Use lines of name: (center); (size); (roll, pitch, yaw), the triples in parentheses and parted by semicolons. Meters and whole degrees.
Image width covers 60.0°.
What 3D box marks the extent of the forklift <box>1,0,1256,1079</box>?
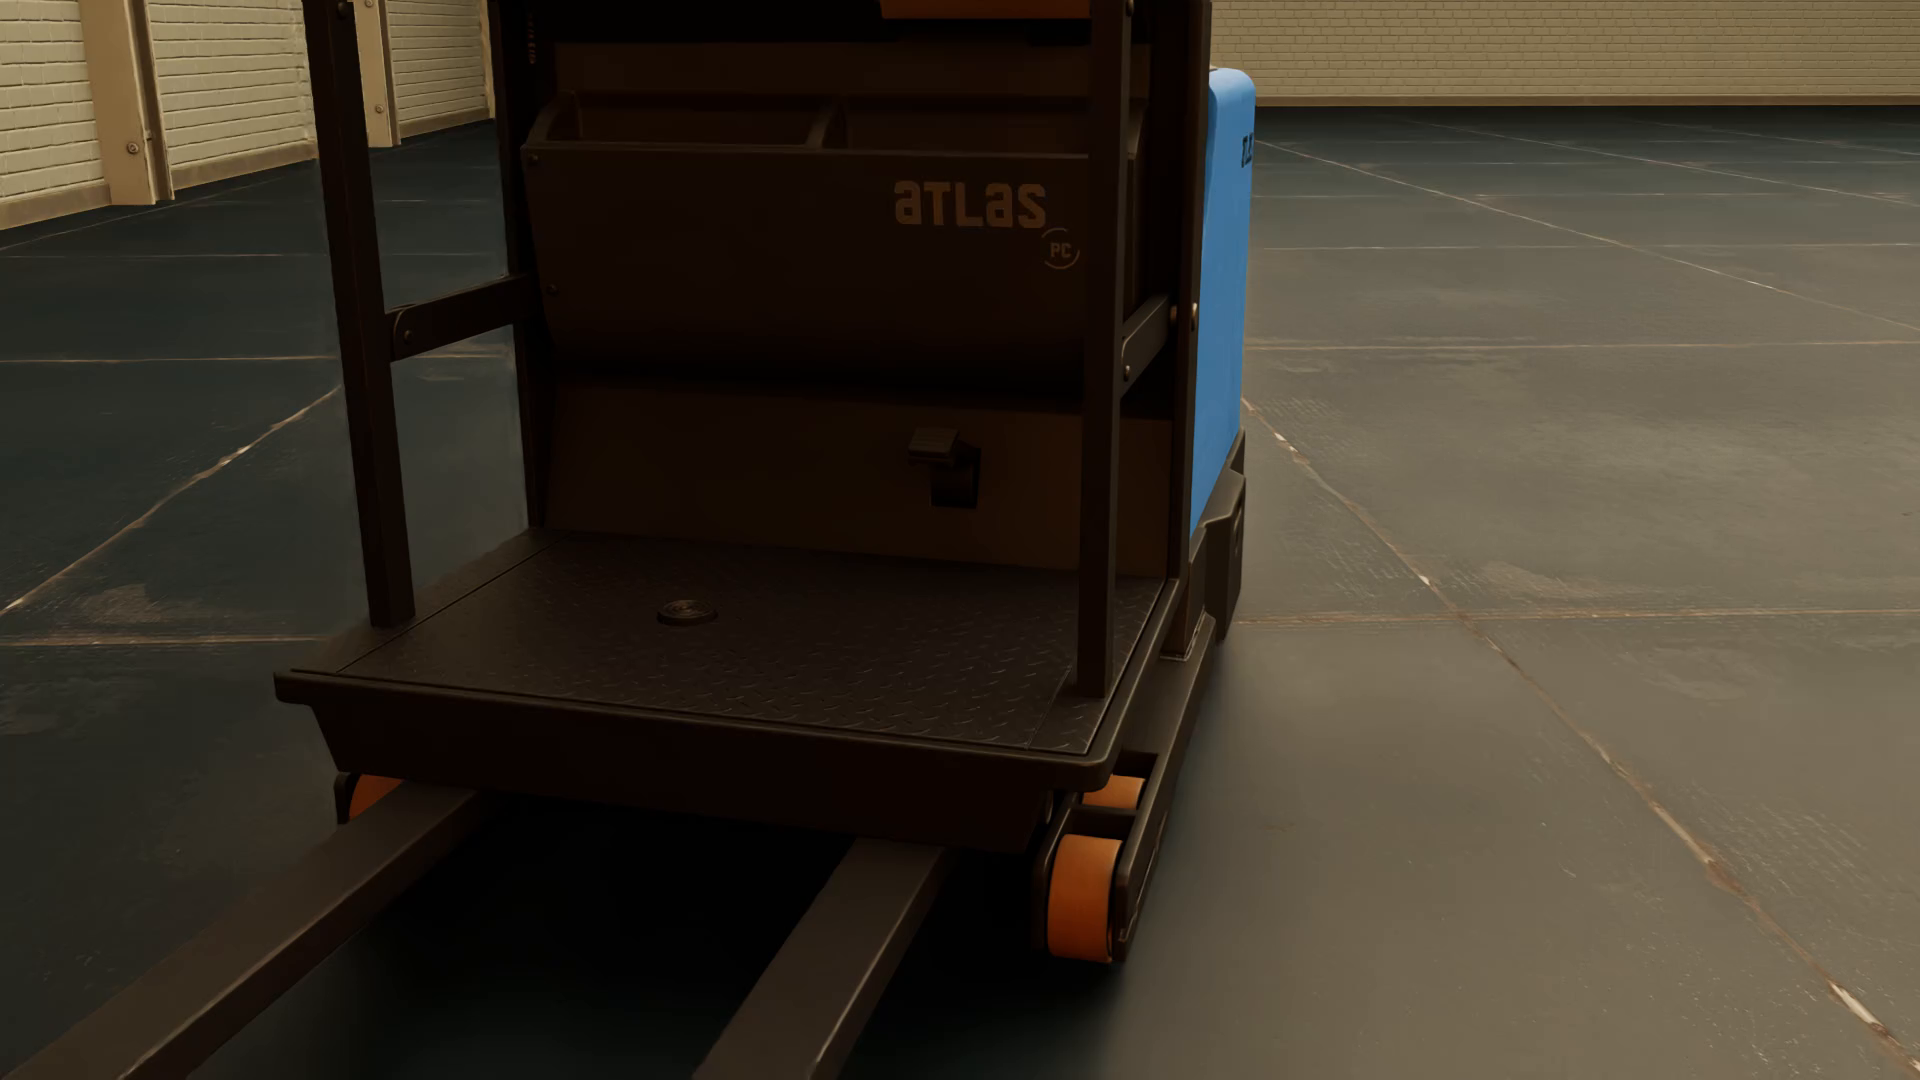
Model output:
forklift: (-0.244, -0.981, 2.115); (1.130, 2.935, 3.031); (4, 18, 14)
